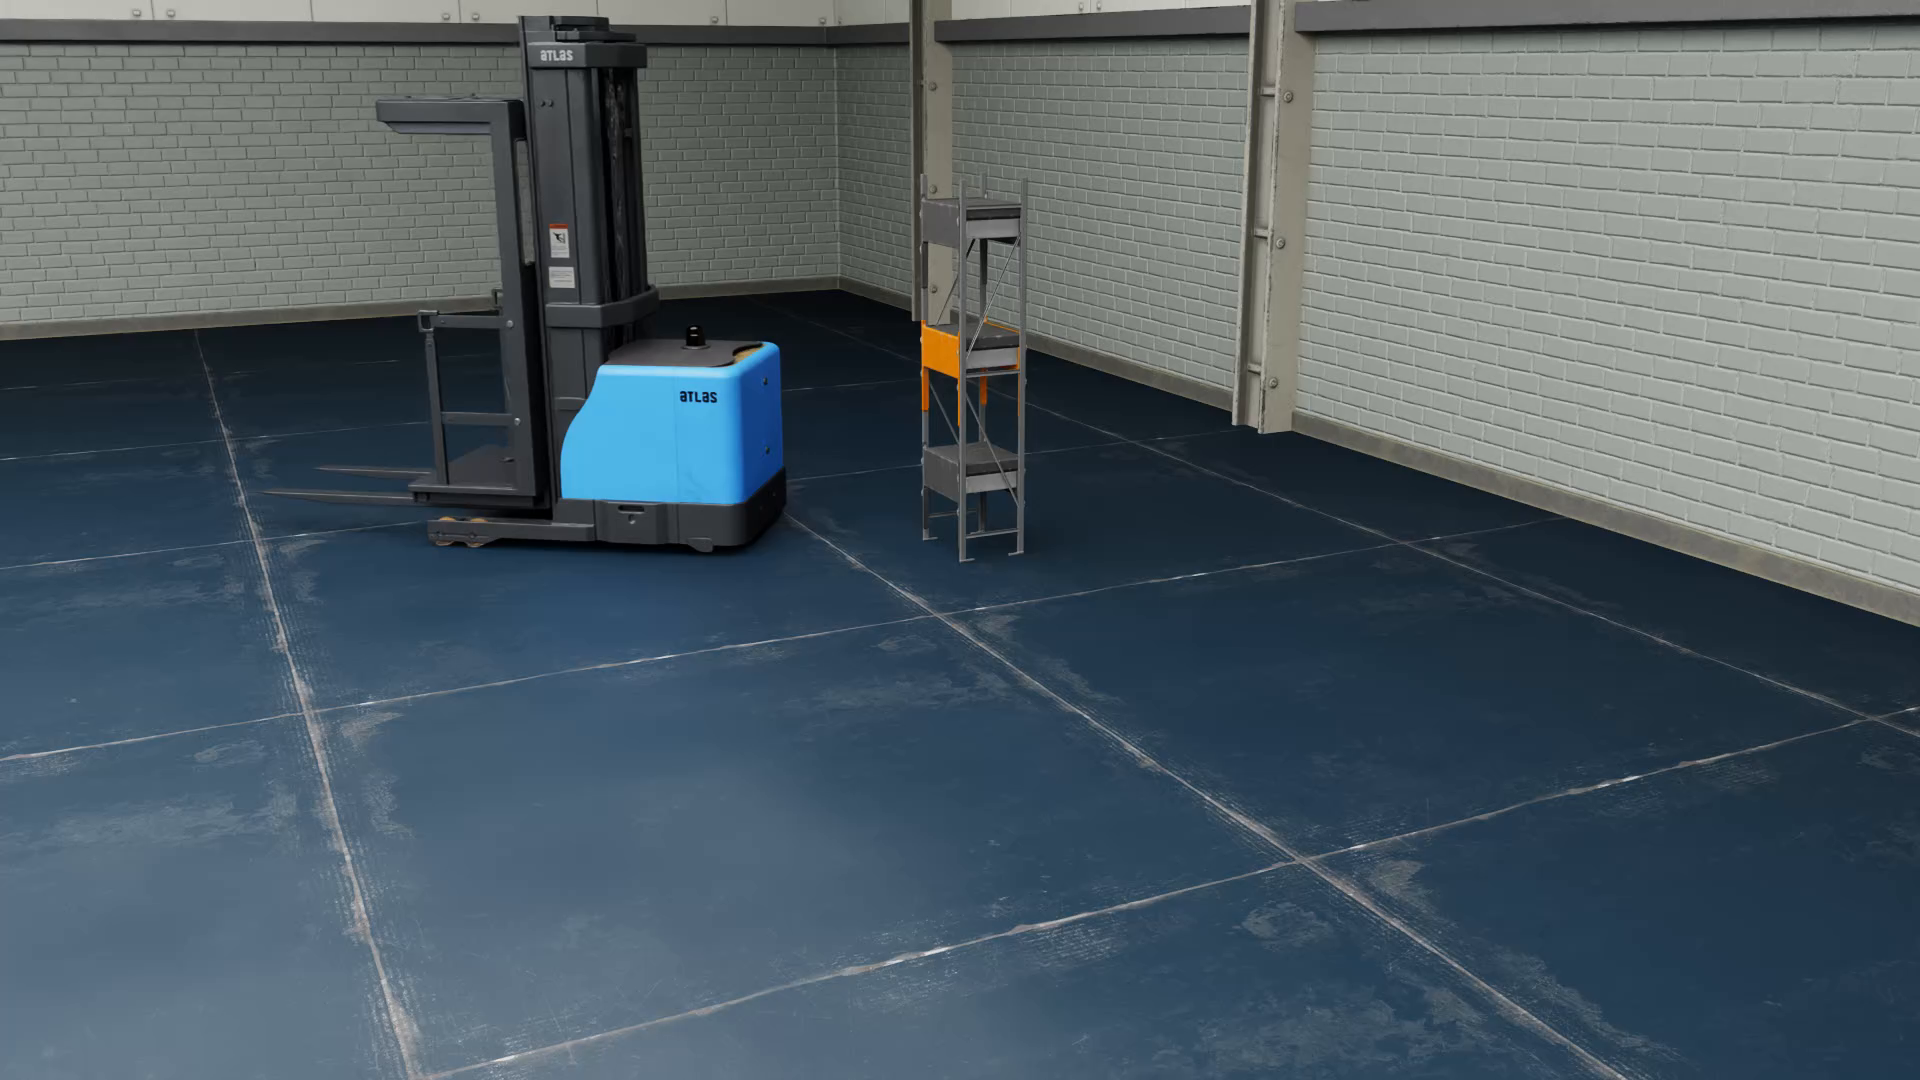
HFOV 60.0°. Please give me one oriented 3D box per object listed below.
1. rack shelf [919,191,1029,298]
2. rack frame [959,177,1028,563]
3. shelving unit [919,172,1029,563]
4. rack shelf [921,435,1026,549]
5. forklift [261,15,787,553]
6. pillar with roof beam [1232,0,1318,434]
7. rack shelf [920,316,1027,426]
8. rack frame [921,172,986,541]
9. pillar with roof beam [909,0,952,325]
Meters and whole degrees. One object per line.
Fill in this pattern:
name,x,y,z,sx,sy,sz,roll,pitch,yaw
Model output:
rack shelf,0.072,-1.628,9.129,0.431,0.518,0.480,-8,18,-25
rack frame,0.179,-0.908,9.107,0.400,2.100,0.015,-8,18,-25
shelving unit,0.072,-0.968,9.318,0.431,2.100,0.503,-8,18,-25
rack shelf,0.073,-0.282,9.515,0.431,0.518,0.480,-8,18,-25
forklift,-2.632,-1.507,9.687,3.031,2.935,1.130,2,16,8
pillar with roof beam,-1.543,-4.673,9.721,9.100,9.000,0.400,-8,18,-25
rack shelf,0.072,-0.955,9.322,0.431,0.518,0.480,-8,18,-25
rack frame,-0.034,-1.029,9.529,0.400,2.100,0.015,-8,18,-25
pillar with roof beam,-4.171,-6.161,14.906,9.100,9.000,0.400,-8,18,-25
